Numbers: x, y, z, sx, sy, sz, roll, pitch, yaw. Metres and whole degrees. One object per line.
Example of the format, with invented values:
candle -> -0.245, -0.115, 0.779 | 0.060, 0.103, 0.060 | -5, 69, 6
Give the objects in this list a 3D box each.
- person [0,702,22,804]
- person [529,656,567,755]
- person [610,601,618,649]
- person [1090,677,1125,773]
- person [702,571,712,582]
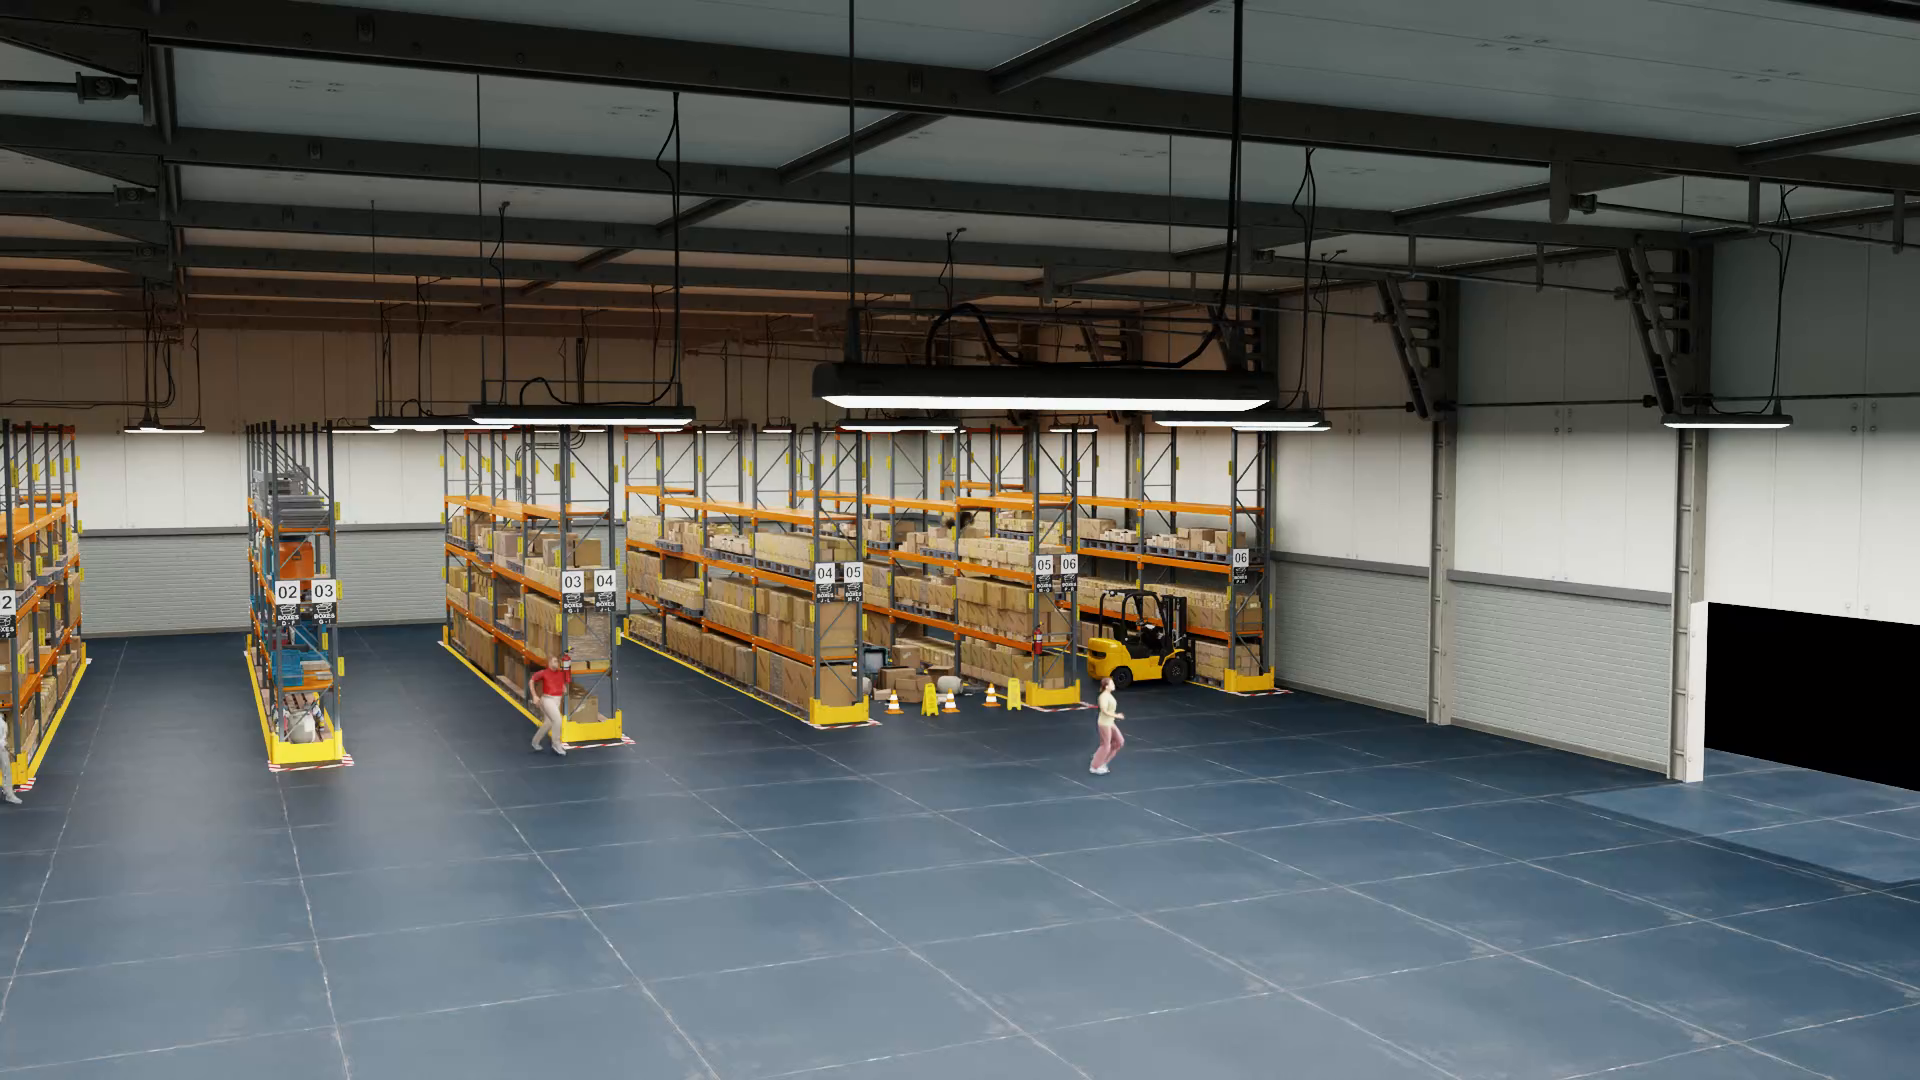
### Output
person -> -15.035, 3.256, 25.874 | 0.951, 1.688, 0.655 | 0, 4, 4
person -> -7.380, 2.984, 30.176 | 0.816, 1.726, 0.664 | 2, 4, 24
person -> -9.423, 2.101, 44.510 | 0.575, 1.631, 0.831 | -1, 4, -19
person -> 2.511, 3.134, 28.165 | 0.612, 1.645, 0.600 | 1, 4, 15
person -> -7.400, 1.760, 50.098 | 1.084, 1.737, 0.739 | -2, 4, -34
